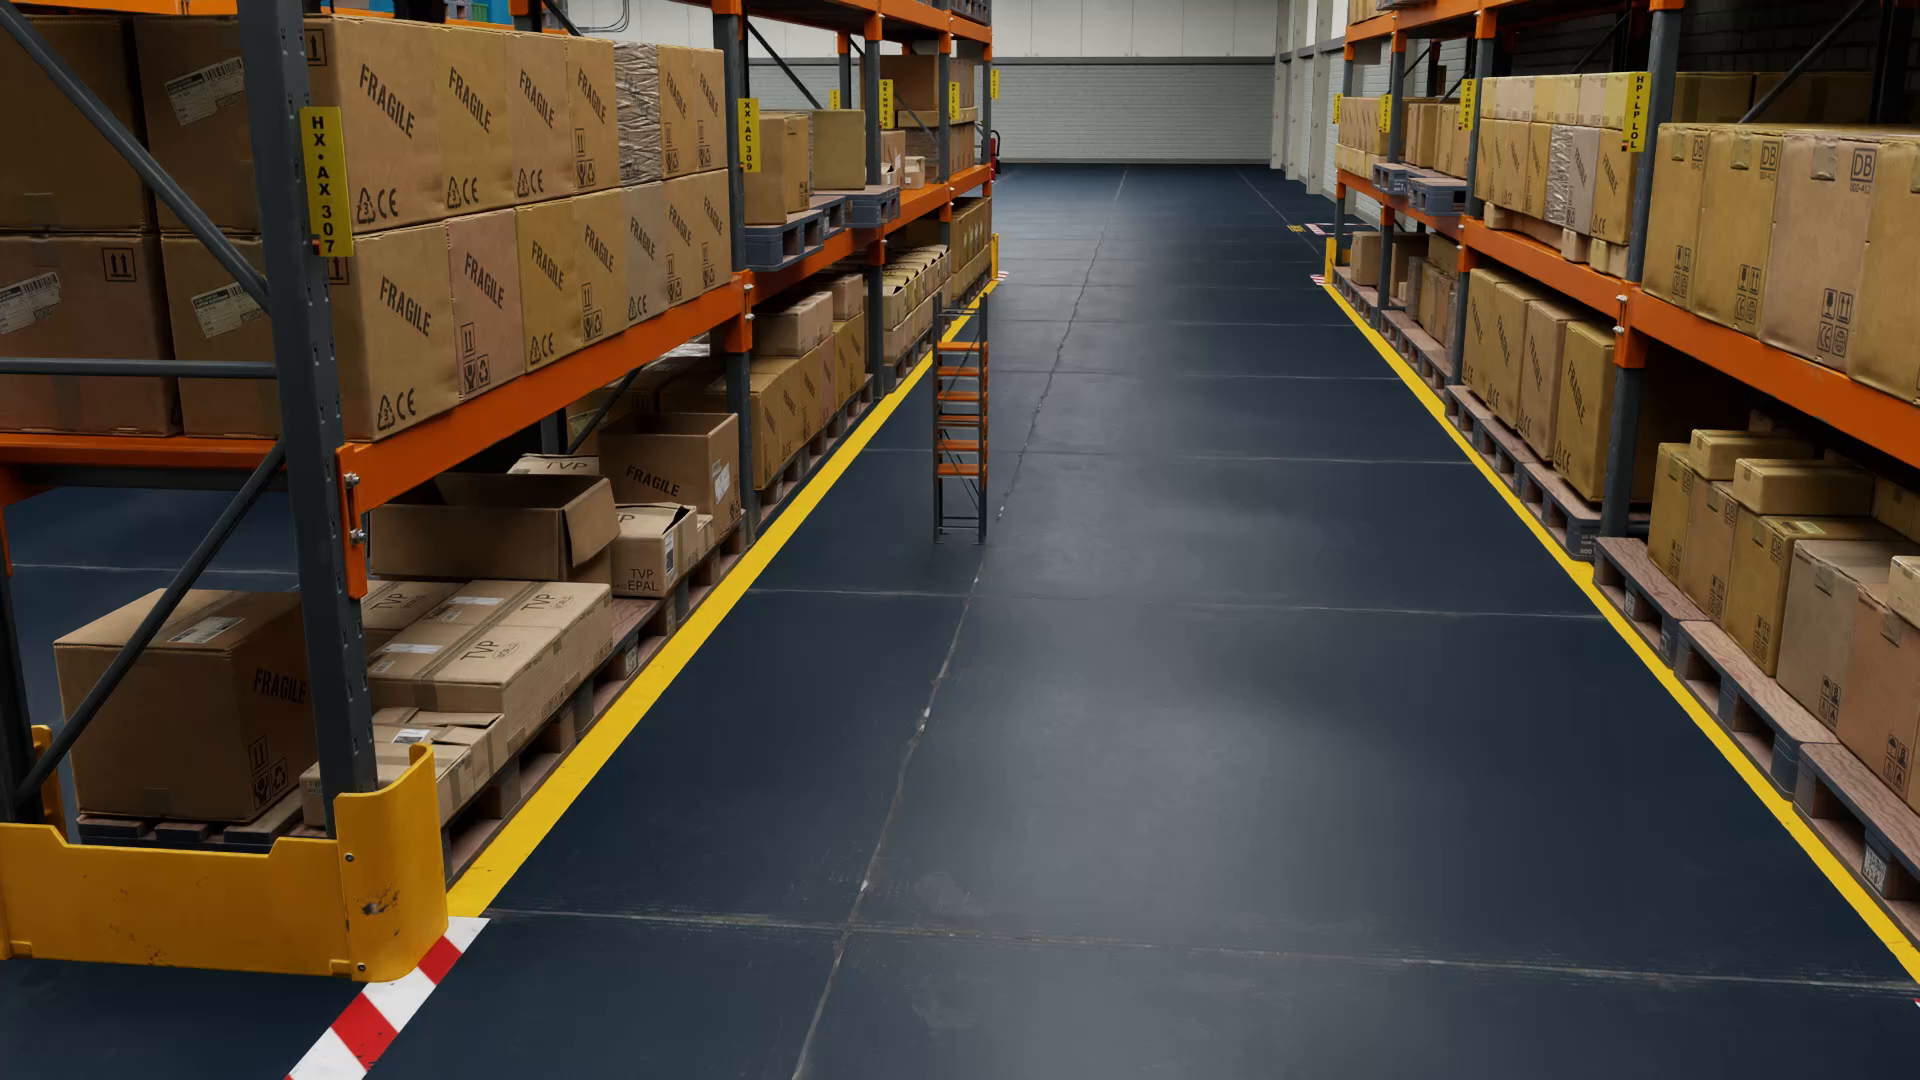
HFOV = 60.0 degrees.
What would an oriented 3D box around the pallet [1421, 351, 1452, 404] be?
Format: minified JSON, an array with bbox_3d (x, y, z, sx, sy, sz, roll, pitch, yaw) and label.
[{"bbox_3d":[3.964,-1.180,12.120,1.003,0.211,1.213,2,15,6],"label":"pallet"}]

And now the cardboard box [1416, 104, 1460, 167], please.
[{"bbox_3d":[4.164,-3.345,13.753,0.700,0.500,0.500,3,15,12],"label":"cardboard box"}]

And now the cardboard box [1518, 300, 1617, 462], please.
[{"bbox_3d":[3.464,-0.854,8.886,0.750,0.750,0.750,2,15,8],"label":"cardboard box"}]

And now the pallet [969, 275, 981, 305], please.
[{"bbox_3d":[-0.330,-2.682,17.675,1.003,0.211,1.213,2,15,6],"label":"pallet"}]

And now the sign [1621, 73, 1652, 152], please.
[{"bbox_3d":[2.883,-1.820,7.079,0.100,0.325,0.005,2,15,6],"label":"sign"}]

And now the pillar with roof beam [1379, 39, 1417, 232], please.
[{"bbox_3d":[1.957,-8.770,23.355,9.100,9.000,0.400,2,15,6],"label":"pillar with roof beam"}]

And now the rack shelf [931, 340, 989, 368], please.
[{"bbox_3d":[0.002,-0.888,7.937,0.258,0.103,0.180,2,15,6],"label":"rack shelf"}]

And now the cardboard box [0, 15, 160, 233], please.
[{"bbox_3d":[-2.174,-1.048,4.183,0.500,0.500,0.500,2,15,6],"label":"cardboard box"}]

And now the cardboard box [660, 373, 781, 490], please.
[{"bbox_3d":[-1.203,-0.555,8.412,0.500,0.500,0.500,1,15,4],"label":"cardboard box"}]

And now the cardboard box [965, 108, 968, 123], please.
[{"bbox_3d":[-0.116,-4.532,17.742,0.380,0.149,0.250,2,15,8],"label":"cardboard box"}]

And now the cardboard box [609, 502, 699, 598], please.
[{"bbox_3d":[-1.367,0.006,6.703,0.500,0.311,0.500,2,15,6],"label":"cardboard box"}]

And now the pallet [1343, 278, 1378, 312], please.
[{"bbox_3d":[4.501,-2.507,17.029,1.003,0.211,1.213,2,15,6],"label":"pallet"}]

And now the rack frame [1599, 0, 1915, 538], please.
[{"bbox_3d":[3.423,-1.286,7.170,1.000,3.000,0.127,2,15,6],"label":"rack frame"}]

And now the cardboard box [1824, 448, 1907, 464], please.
[{"bbox_3d":[3.364,-0.231,6.010,0.380,0.149,0.250,1,15,4],"label":"cardboard box"}]

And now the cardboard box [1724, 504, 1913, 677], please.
[{"bbox_3d":[3.116,0.172,5.762,0.700,0.500,0.500,2,15,8],"label":"cardboard box"}]

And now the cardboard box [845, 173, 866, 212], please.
[{"bbox_3d":[-0.964,-2.518,11.899,0.500,0.311,0.500,3,15,10],"label":"cardboard box"}]

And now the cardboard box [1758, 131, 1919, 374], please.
[{"bbox_3d":[3.185,-0.912,5.214,0.980,0.700,0.700,1,15,4],"label":"cardboard box"}]

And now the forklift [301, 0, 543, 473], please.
[{"bbox_3d":[-3.732,-2.004,9.958,3.031,2.935,1.130,14,20,42],"label":"forklift"}]

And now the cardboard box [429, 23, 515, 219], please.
[{"bbox_3d":[-1.588,-1.167,4.625,0.500,0.500,0.500,2,15,7],"label":"cardboard box"}]

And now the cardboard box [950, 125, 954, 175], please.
[{"bbox_3d":[-0.440,-3.936,16.780,0.700,0.500,0.500,2,15,7],"label":"cardboard box"}]

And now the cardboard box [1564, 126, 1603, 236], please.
[{"bbox_3d":[3.272,-1.747,8.076,0.500,0.500,0.500,2,15,7],"label":"cardboard box"}]

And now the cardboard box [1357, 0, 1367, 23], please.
[{"bbox_3d":[4.340,-5.551,16.970,0.500,0.500,0.500,2,15,9],"label":"cardboard box"}]

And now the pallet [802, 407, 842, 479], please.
[{"bbox_3d":[-1.310,-0.614,10.028,1.003,0.211,1.213,2,15,6],"label":"pallet"}]

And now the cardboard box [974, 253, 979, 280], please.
[{"bbox_3d":[-0.070,-2.881,17.534,0.500,0.250,0.500,2,15,6],"label":"cardboard box"}]

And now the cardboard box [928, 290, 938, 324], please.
[{"bbox_3d":[-0.472,-2.001,14.278,0.500,0.250,0.500,2,15,8],"label":"cardboard box"}]

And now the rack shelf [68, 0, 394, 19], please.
[{"bbox_3d":[-5.744,-4.234,13.707,1.077,0.370,4.000,2,15,6],"label":"rack shelf"}]

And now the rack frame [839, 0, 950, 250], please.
[{"bbox_3d":[-0.597,-3.505,15.379,1.000,3.000,0.127,2,15,6],"label":"rack frame"}]

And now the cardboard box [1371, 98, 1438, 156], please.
[{"bbox_3d":[4.072,-3.791,15.250,0.500,0.500,0.500,2,15,6],"label":"cardboard box"}]

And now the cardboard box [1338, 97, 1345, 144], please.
[{"bbox_3d":[4.424,-4.582,18.174,0.500,0.500,0.500,2,15,6],"label":"cardboard box"}]

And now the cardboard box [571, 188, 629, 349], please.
[{"bbox_3d":[-1.468,-0.942,5.709,0.500,0.500,0.500,2,15,7],"label":"cardboard box"}]

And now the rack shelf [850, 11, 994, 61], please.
[{"bbox_3d":[-0.371,-5.125,17.000,1.077,0.370,4.000,2,15,6],"label":"rack shelf"}]

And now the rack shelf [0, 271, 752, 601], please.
[{"bbox_3d":[-1.725,-0.565,5.882,1.077,0.370,4.000,2,15,6],"label":"rack shelf"}]

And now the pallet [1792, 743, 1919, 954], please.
[{"bbox_3d":[2.984,0.888,4.473,1.003,0.211,1.213,2,15,6],"label":"pallet"}]

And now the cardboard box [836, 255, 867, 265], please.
[{"bbox_3d":[-1.010,-2.288,14.265,0.500,0.311,0.500,1,15,4],"label":"cardboard box"}]

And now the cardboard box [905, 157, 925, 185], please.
[{"bbox_3d":[-0.609,-3.304,14.922,0.500,0.250,0.500,3,15,10],"label":"cardboard box"}]

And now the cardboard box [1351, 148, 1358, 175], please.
[{"bbox_3d":[4.239,-3.820,16.791,0.500,0.250,0.500,2,15,7],"label":"cardboard box"}]

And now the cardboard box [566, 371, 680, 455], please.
[{"bbox_3d":[-1.729,-0.573,8.479,0.500,0.500,0.500,2,15,6],"label":"cardboard box"}]

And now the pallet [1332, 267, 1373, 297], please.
[{"bbox_3d":[4.642,-2.822,18.196,1.003,0.211,1.213,2,15,6],"label":"pallet"}]

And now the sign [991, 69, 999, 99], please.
[{"bbox_3d":[0.392,-5.197,18.962,0.100,0.325,0.005,2,15,6],"label":"sign"}]

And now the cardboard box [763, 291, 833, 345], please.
[{"bbox_3d":[-1.034,-1.306,9.755,0.500,0.250,0.500,1,15,5],"label":"cardboard box"}]

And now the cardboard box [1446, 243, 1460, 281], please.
[{"bbox_3d":[4.083,-2.159,12.908,0.500,0.250,0.500,2,15,6],"label":"cardboard box"}]

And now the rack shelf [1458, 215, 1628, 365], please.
[{"bbox_3d":[3.648,-1.457,9.182,1.077,0.370,4.000,2,15,6],"label":"rack shelf"}]

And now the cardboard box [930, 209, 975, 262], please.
[{"bbox_3d":[-0.121,-3.113,16.956,0.500,0.500,0.500,2,15,6],"label":"cardboard box"}]

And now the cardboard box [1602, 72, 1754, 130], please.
[{"bbox_3d":[3.221,-1.978,7.494,0.500,0.250,0.500,2,15,8],"label":"cardboard box"}]

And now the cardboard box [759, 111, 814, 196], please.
[{"bbox_3d":[-1.300,-2.321,10.002,0.700,0.500,0.500,5,16,17],"label":"cardboard box"}]

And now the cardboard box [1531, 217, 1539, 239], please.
[{"bbox_3d":[3.489,-1.798,9.509,0.380,0.149,0.250,2,15,7],"label":"cardboard box"}]

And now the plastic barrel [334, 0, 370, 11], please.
[{"bbox_3d":[-5.434,-5.034,14.327,0.600,0.901,0.600,0,15,0],"label":"plastic barrel"}]

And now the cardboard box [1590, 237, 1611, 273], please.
[{"bbox_3d":[3.185,-1.336,7.800,0.380,0.149,0.250,2,15,7],"label":"cardboard box"}]

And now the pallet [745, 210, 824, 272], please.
[{"bbox_3d":[-1.301,-1.542,8.486,1.003,0.211,1.213,2,15,6],"label":"pallet"}]

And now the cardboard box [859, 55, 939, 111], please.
[{"bbox_3d":[-0.553,-4.295,15.623,0.700,0.500,0.500,2,15,7],"label":"cardboard box"}]

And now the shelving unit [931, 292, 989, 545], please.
[{"bbox_3d":[0.002,-0.583,8.019,0.258,1.200,0.189,2,15,6],"label":"shelving unit"}]

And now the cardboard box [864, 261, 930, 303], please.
[{"bbox_3d":[-0.529,-2.143,13.731,0.500,0.311,0.500,2,15,6],"label":"cardboard box"}]

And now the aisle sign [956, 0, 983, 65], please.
[{"bbox_3d":[0.154,-5.806,18.908,0.394,0.787,0.004,2,15,6],"label":"aisle sign"}]

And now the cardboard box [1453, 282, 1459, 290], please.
[{"bbox_3d":[4.077,-1.647,12.453,0.700,0.500,0.500,2,15,6],"label":"cardboard box"}]
